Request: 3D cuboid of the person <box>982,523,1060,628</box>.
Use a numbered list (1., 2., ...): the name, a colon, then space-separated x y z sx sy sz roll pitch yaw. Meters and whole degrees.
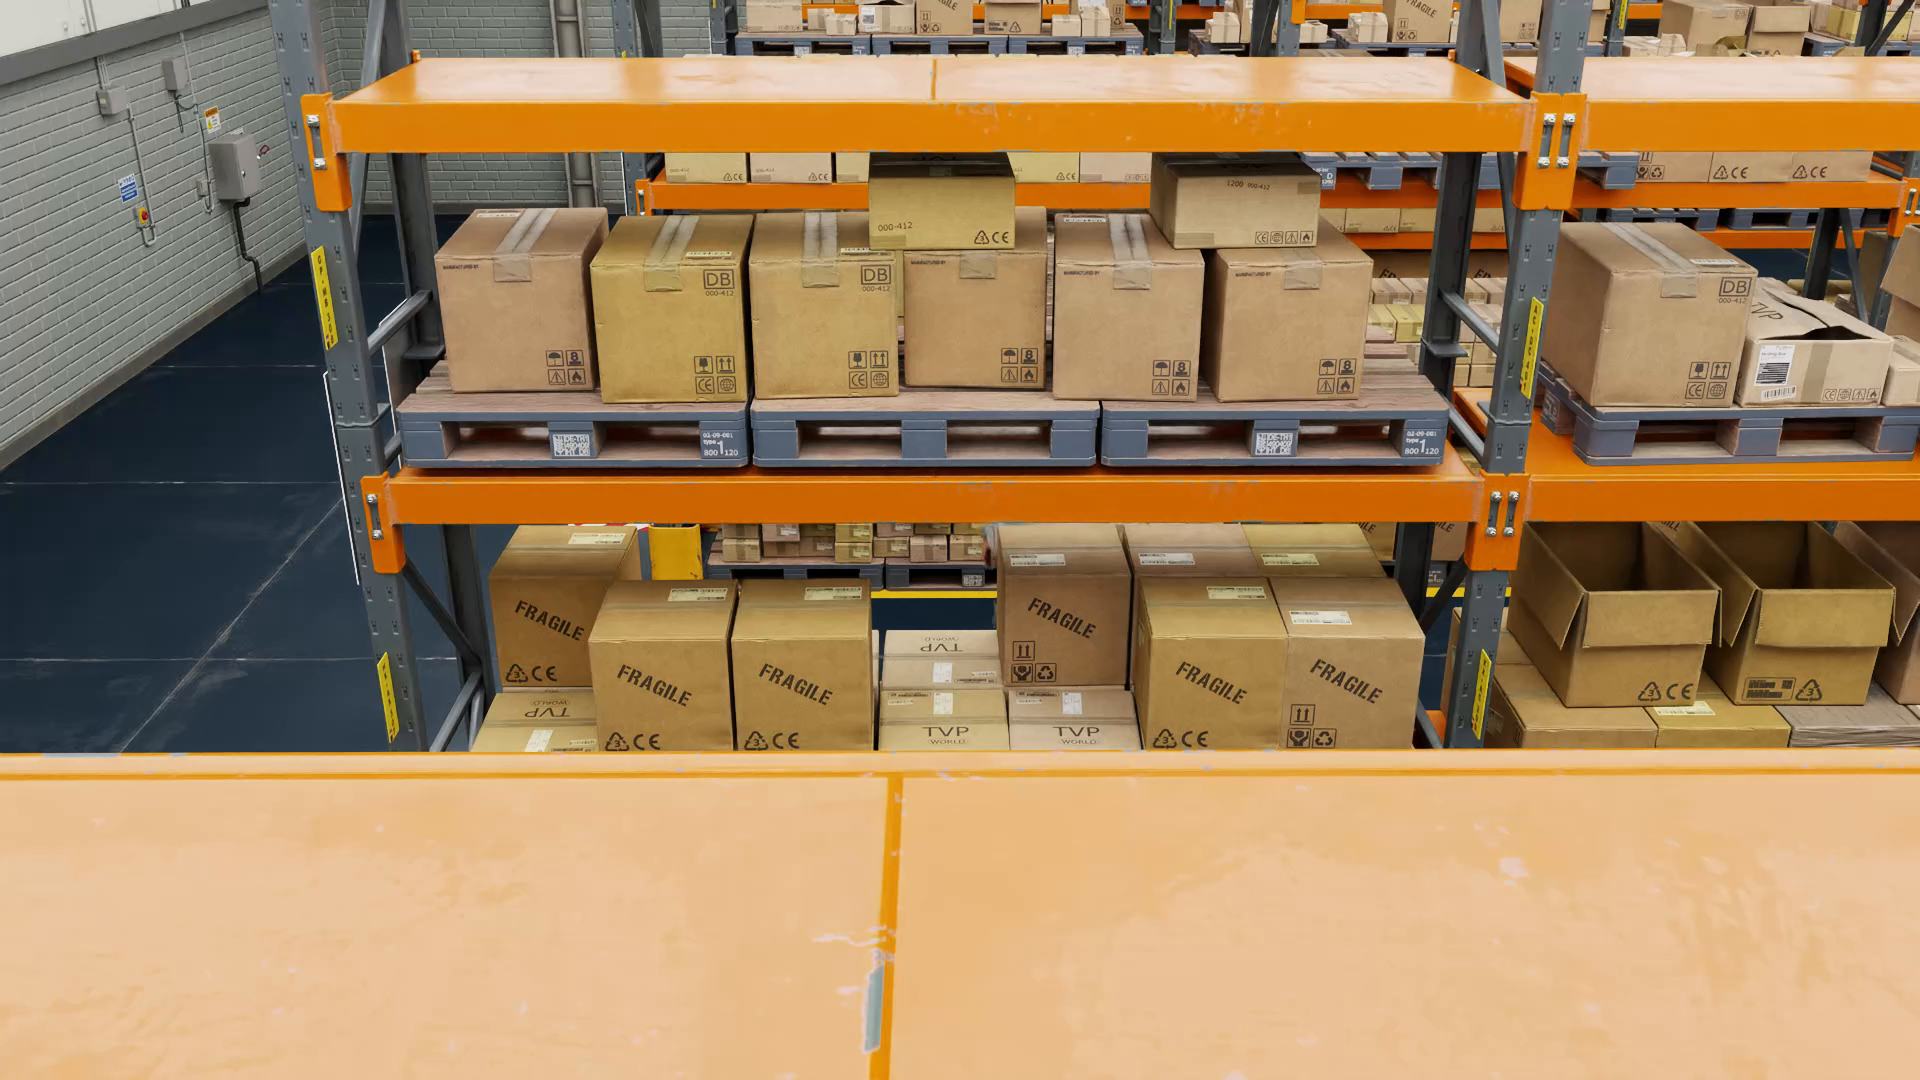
1. person: 0.363 0.045 9.968 0.556 1.787 0.563 -14 28 -29
